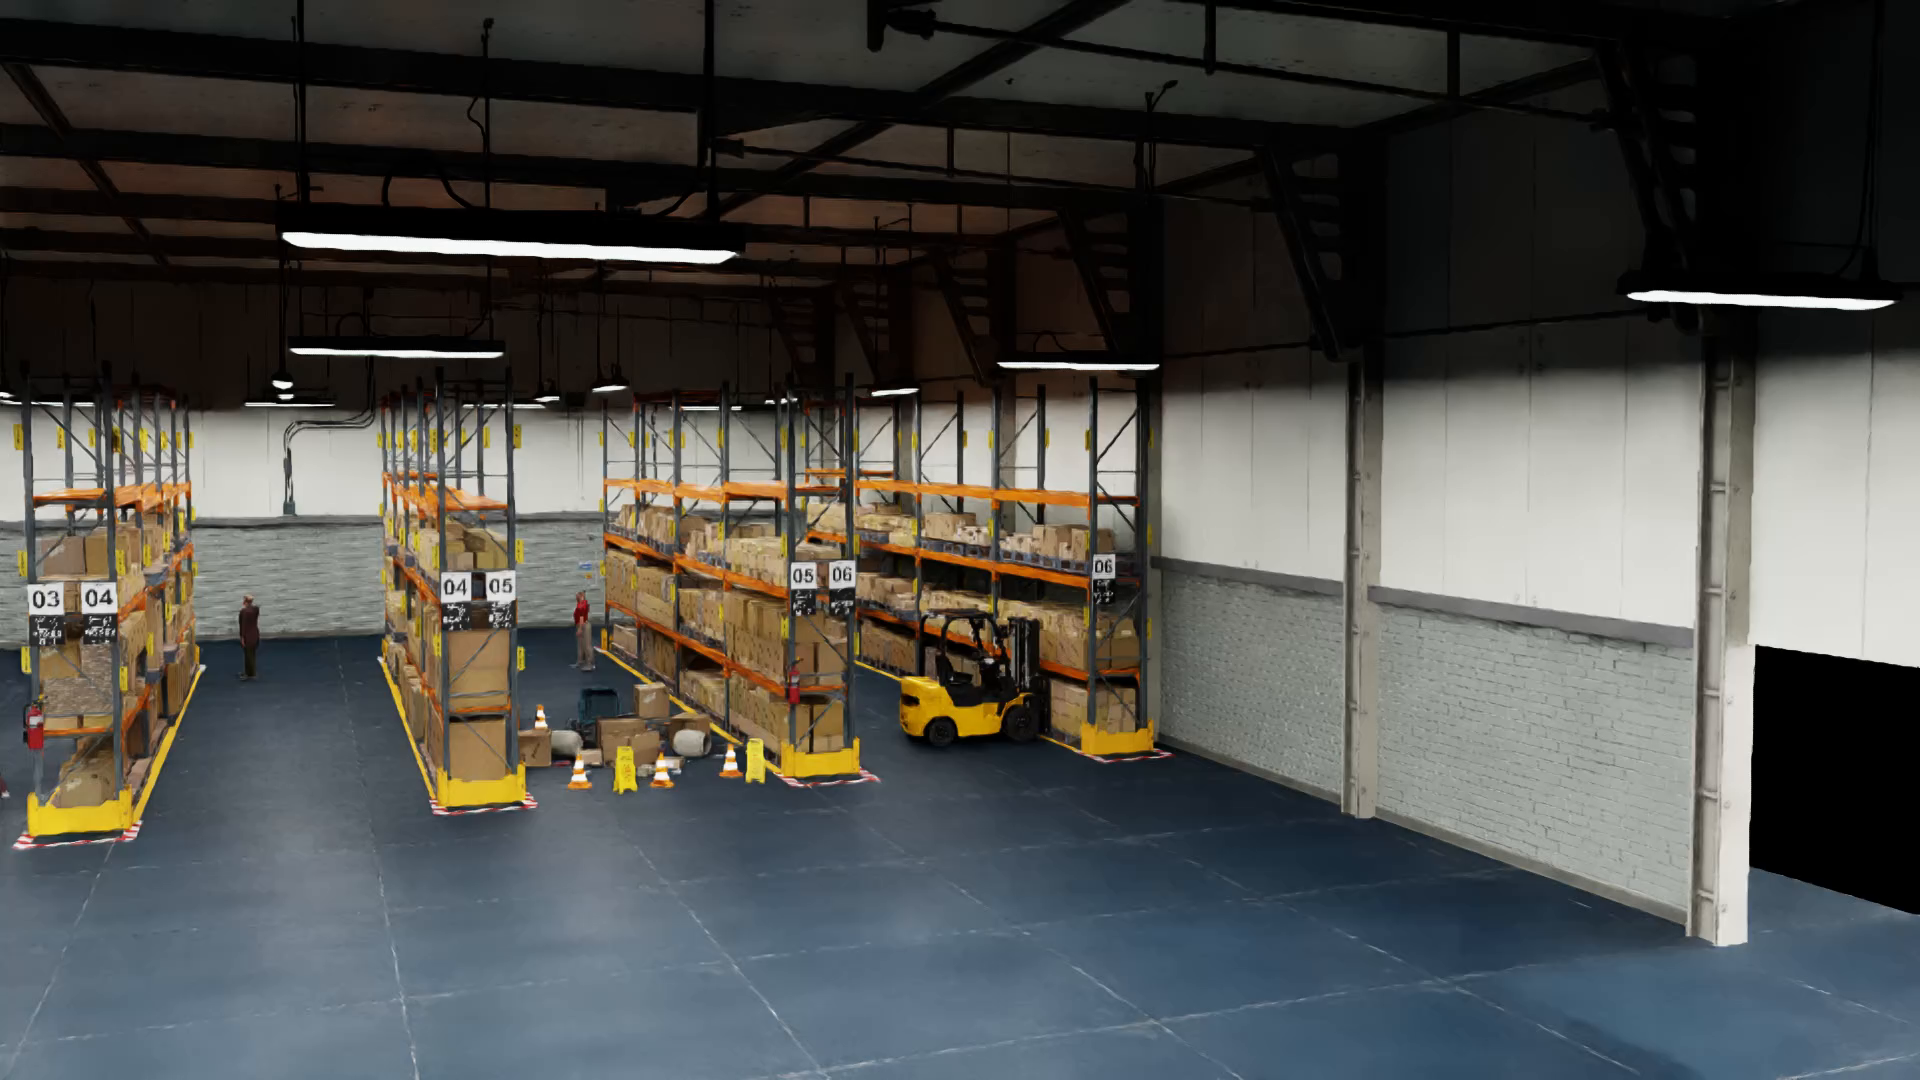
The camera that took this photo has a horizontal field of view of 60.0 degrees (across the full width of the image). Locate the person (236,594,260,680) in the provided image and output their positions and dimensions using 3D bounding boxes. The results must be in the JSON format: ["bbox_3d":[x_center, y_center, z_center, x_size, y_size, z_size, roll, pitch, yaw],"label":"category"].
[{"bbox_3d":[-14.906,2.008,34.737,0.557,1.781,0.631,0,3,7],"label":"person"}]

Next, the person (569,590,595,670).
[{"bbox_3d":[-8.253,1.946,36.244,0.587,1.718,0.685,-1,3,-9],"label":"person"}]

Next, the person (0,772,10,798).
[{"bbox_3d":[-13.409,2.829,22.717,0.492,1.609,0.953,0,3,-1],"label":"person"}]
